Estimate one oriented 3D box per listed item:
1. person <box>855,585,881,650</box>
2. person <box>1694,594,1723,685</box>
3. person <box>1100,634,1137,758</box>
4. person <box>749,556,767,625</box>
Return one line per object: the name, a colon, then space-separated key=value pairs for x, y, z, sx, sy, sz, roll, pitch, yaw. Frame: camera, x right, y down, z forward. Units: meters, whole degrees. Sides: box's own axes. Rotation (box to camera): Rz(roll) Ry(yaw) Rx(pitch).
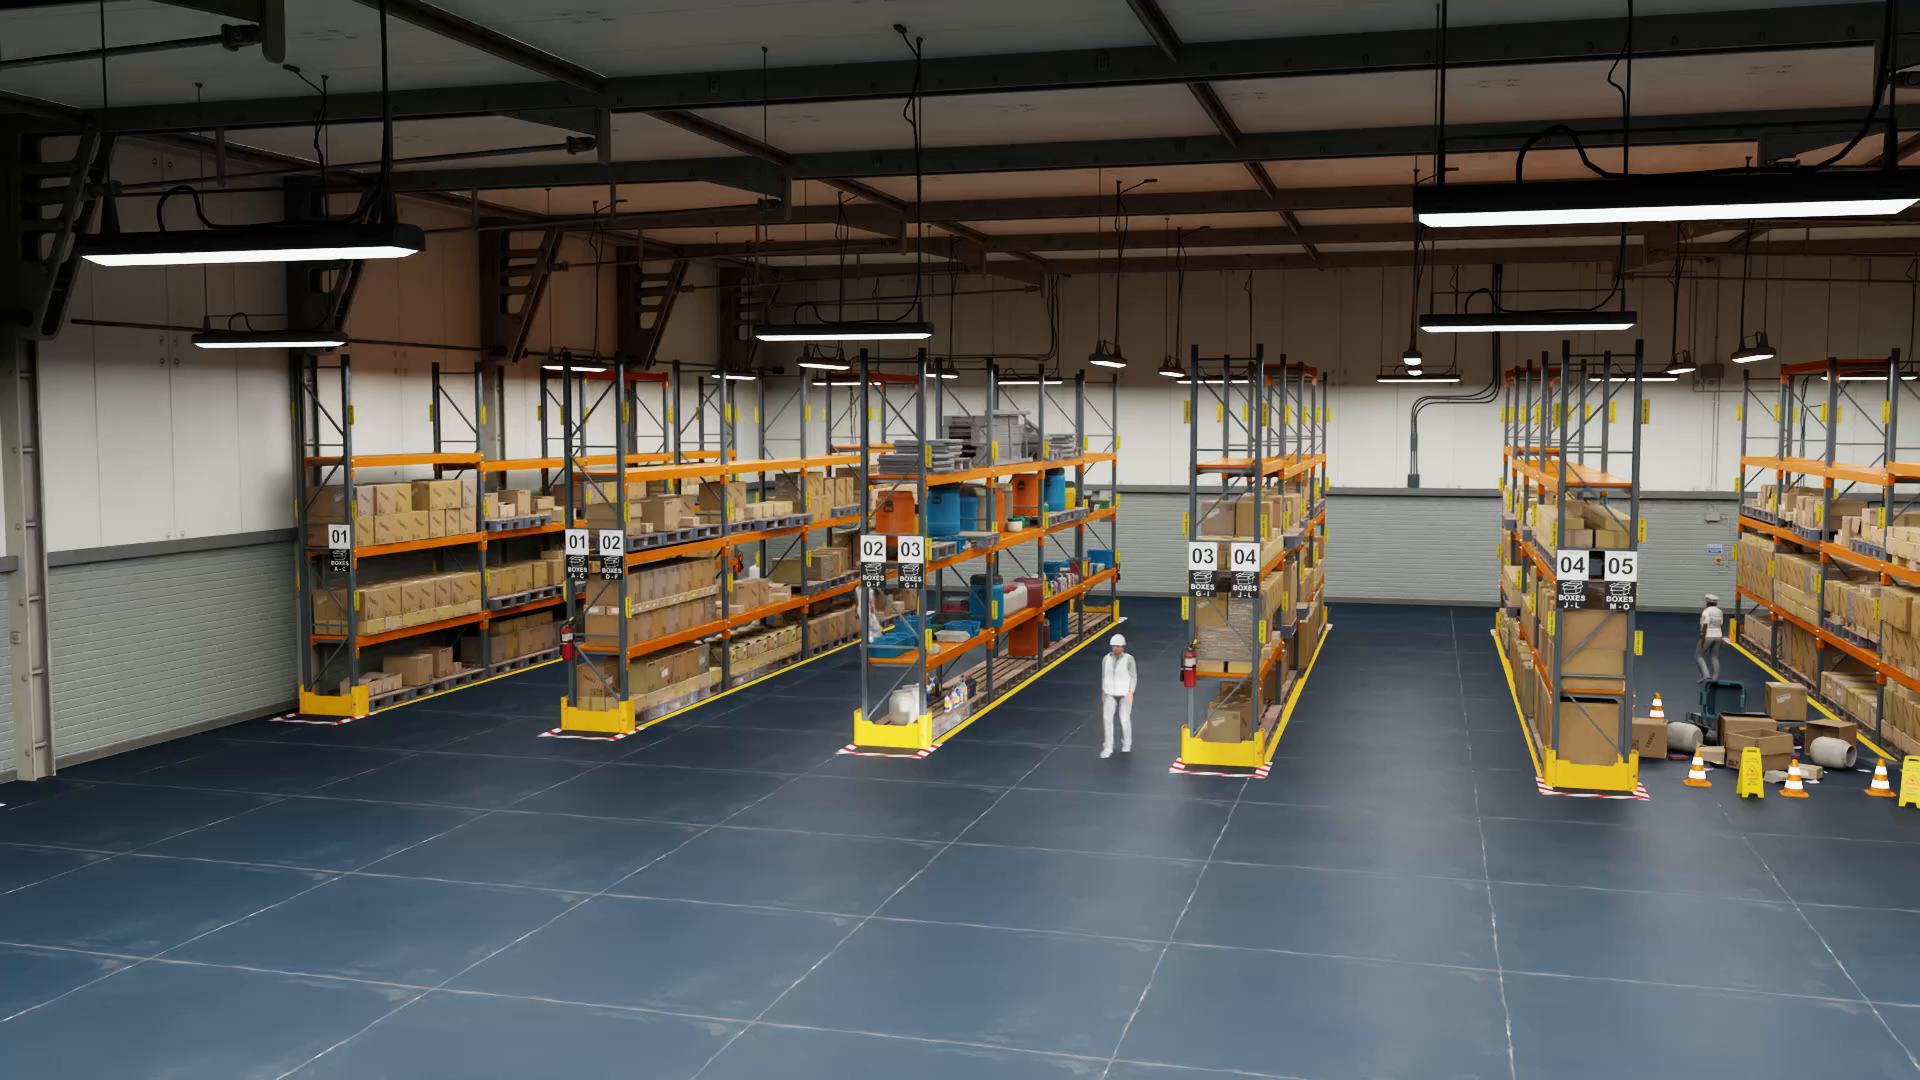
person: x=-1.868 y=1.434 z=33.558 sx=0.651 sy=1.607 sz=0.595 roll=-4 pitch=6 yaw=-41
person: x=13.950 y=1.852 z=30.924 sx=0.495 sy=1.693 sz=0.394 roll=-1 pitch=4 yaw=-16
person: x=2.326 y=2.283 z=24.532 sx=0.581 sy=1.789 sz=0.661 roll=2 pitch=5 yaw=25
person: x=-4.696 y=1.323 z=38.619 sx=0.553 sy=1.578 sz=0.634 roll=-4 pitch=6 yaw=-43
